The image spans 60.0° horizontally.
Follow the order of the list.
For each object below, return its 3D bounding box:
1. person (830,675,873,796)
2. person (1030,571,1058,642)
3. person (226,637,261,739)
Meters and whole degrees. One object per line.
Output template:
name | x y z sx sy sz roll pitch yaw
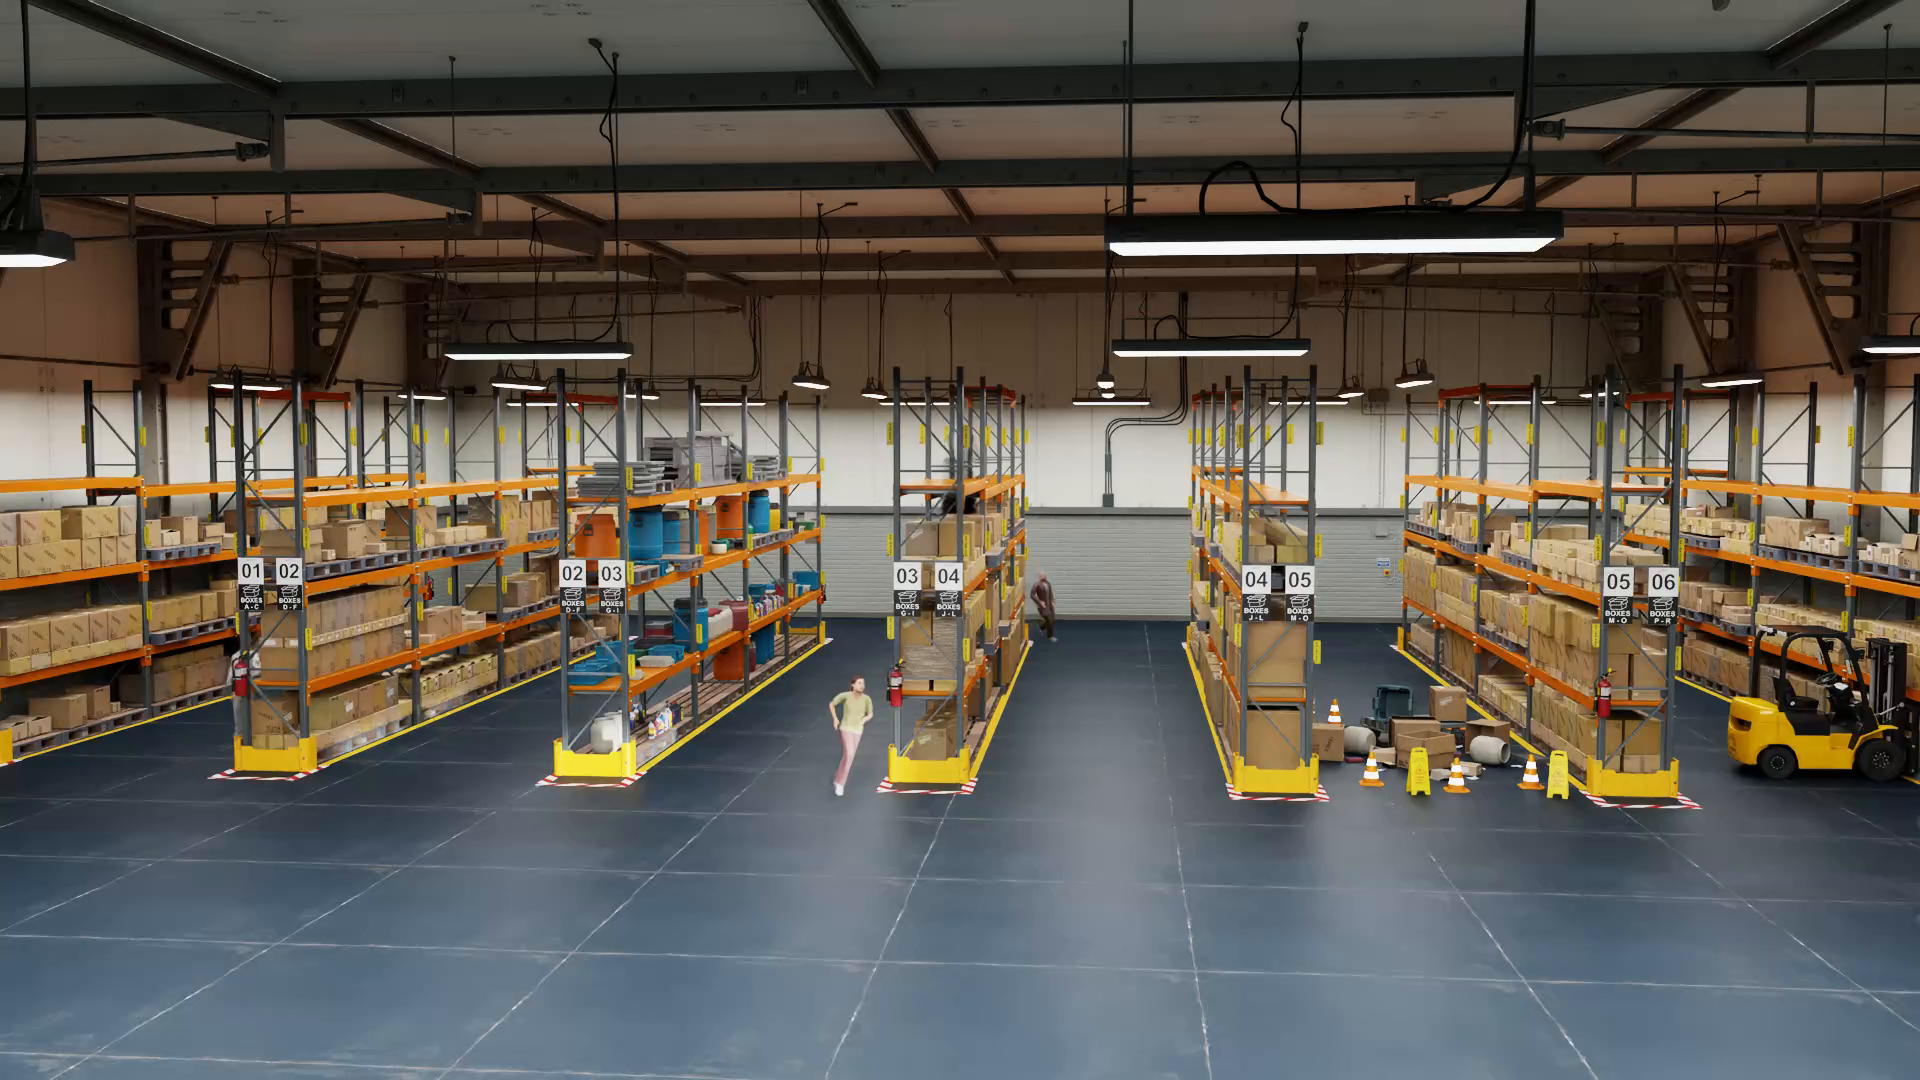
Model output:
person | -1.530 2.734 23.464 0.611 1.678 0.644 -2 4 -27
person | 2.017 1.658 40.606 0.713 1.645 0.698 -3 5 -42
person | -11.963 2.432 27.796 0.624 1.663 0.874 0 4 -3
